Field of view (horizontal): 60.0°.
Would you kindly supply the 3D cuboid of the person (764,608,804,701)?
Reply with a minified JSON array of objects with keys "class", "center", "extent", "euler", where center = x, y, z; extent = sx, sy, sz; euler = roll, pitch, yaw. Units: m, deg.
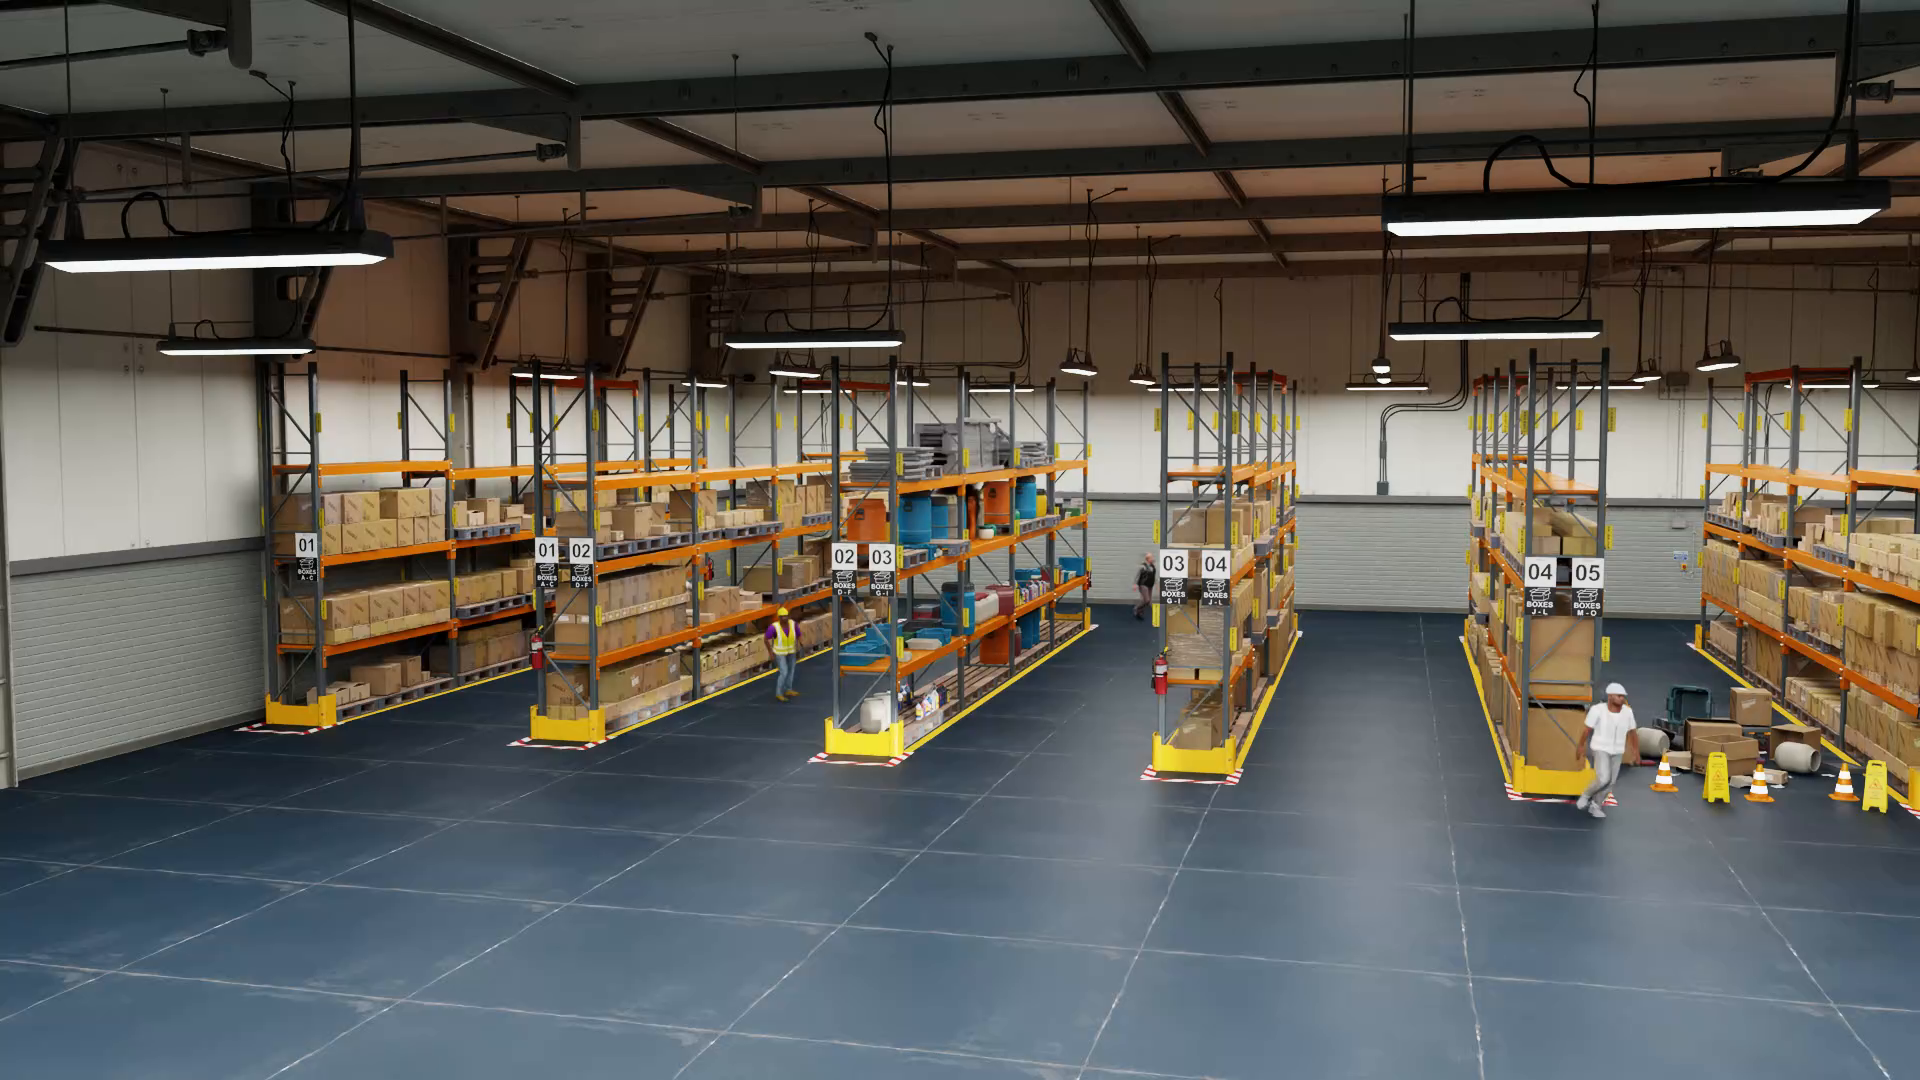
[{"class":"person","center":[-3.141,2.056,30.122],"extent":[0.710,1.701,0.799],"euler":[-3,5,-38]}]

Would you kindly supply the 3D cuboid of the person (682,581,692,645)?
[{"class":"person","center":[-6.364,1.522,37.892],"extent":[0.616,1.632,0.956],"euler":[0,4,-5]}]

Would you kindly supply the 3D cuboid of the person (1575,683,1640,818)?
[{"class":"person","center":[8.179,2.661,21.001],"extent":[0.691,1.736,0.575],"euler":[-1,4,-11]}]

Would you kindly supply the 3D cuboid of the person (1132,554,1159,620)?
[{"class":"person","center":[4.714,1.190,42.256],"extent":[0.664,1.700,0.542],"euler":[-4,6,-44]}]
